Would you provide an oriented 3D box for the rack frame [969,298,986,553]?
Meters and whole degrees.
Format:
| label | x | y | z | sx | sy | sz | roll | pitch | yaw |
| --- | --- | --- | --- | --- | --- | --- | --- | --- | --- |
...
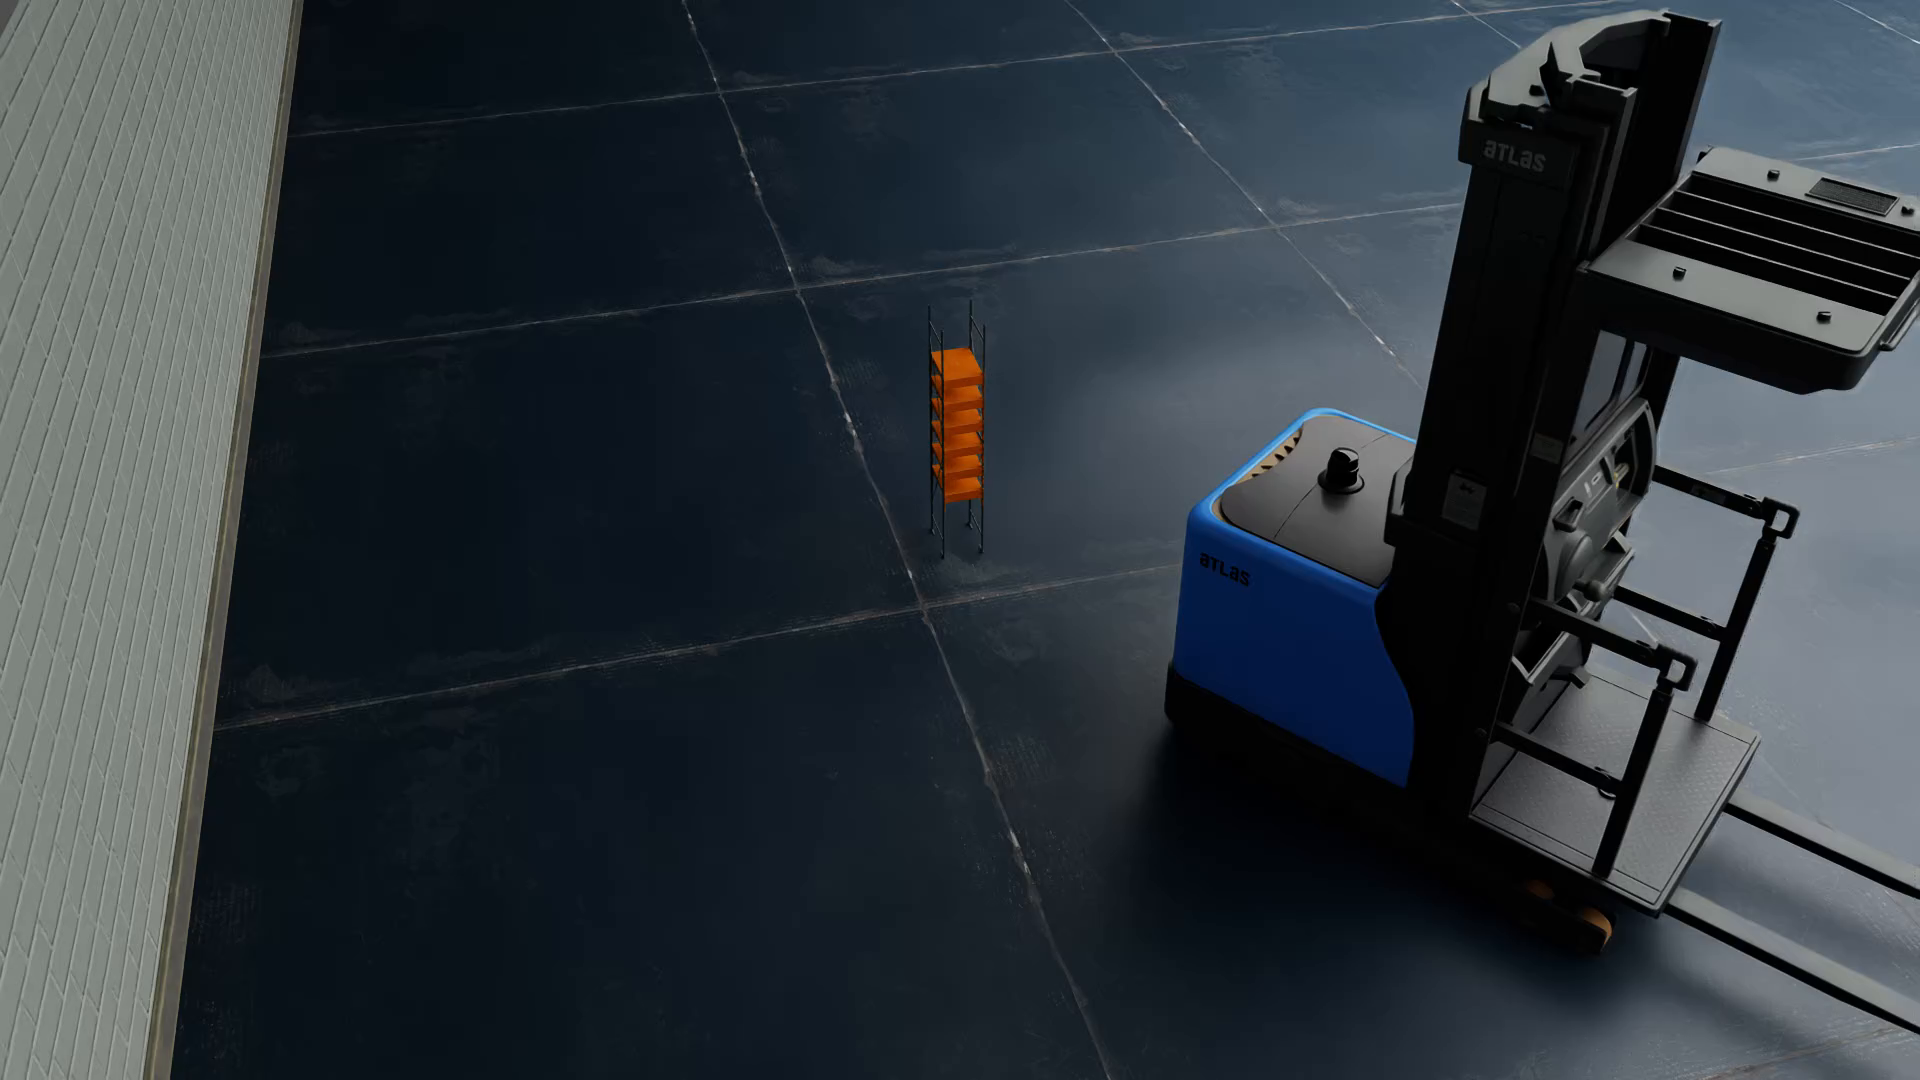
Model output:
| label | x | y | z | sx | sy | sz | roll | pitch | yaw |
| --- | --- | --- | --- | --- | --- | --- | --- | --- | --- |
| rack frame | 0.074 | -0.489 | 7.401 | 0.006 | 1.200 | 0.240 | -9 | 38 | -12 |

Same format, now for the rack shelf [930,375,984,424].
| label | x | y | z | sx | sy | sz | roll | pitch | yaw |
| --- | --- | --- | --- | --- | --- | --- | --- | --- | --- |
| rack shelf | -0.014 | -0.630 | 7.264 | 0.180 | 0.103 | 0.258 | -9 | 38 | -12 |

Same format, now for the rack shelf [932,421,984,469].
| label | x | y | z | sx | sy | sz | roll | pitch | yaw |
| --- | --- | --- | --- | --- | --- | --- | --- | --- | --- |
| rack shelf | -0.014 | -0.439 | 7.409 | 0.180 | 0.103 | 0.258 | -9 | 38 | -12 |

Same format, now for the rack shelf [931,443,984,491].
| label | x | y | z | sx | sy | sz | roll | pitch | yaw |
| --- | --- | --- | --- | --- | --- | --- | --- | --- | --- |
| rack shelf | -0.014 | -0.344 | 7.482 | 0.180 | 0.103 | 0.258 | -9 | 38 | -12 |

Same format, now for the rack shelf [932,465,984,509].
| label | x | y | z | sx | sy | sz | roll | pitch | yaw |
| --- | --- | --- | --- | --- | --- | --- | --- | --- | --- |
| rack shelf | -0.014 | -0.248 | 7.555 | 0.180 | 0.103 | 0.258 | -9 | 38 | -12 |

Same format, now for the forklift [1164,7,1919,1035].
| label | x | y | z | sx | sy | sz | roll | pitch | yaw |
| --- | --- | --- | --- | --- | --- | --- | --- | --- | --- |
| forklift | 2.292 | -0.079 | 5.441 | 3.031 | 2.935 | 1.130 | 26 | 45 | 30 |

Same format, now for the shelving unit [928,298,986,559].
| label | x | y | z | sx | sy | sz | roll | pitch | yaw |
| --- | --- | --- | --- | --- | --- | --- | --- | --- | --- |
| shelving unit | -0.014 | -0.474 | 7.382 | 0.189 | 1.200 | 0.258 | -9 | 38 | -12 |

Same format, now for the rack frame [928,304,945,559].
| label | x | y | z | sx | sy | sz | roll | pitch | yaw |
| --- | --- | --- | --- | --- | --- | --- | --- | --- | --- |
| rack frame | -0.102 | -0.460 | 7.364 | 0.006 | 1.200 | 0.240 | -9 | 38 | -12 |

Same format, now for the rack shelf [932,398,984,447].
| label | x | y | z | sx | sy | sz | roll | pitch | yaw |
| --- | --- | --- | --- | --- | --- | --- | --- | --- | --- |
| rack shelf | -0.014 | -0.534 | 7.337 | 0.180 | 0.103 | 0.258 | -9 | 38 | -12 |

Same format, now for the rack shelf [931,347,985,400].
| label | x | y | z | sx | sy | sz | roll | pitch | yaw |
| --- | --- | --- | --- | --- | --- | --- | --- | --- | --- |
| rack shelf | -0.014 | -0.725 | 7.191 | 0.180 | 0.103 | 0.258 | -9 | 38 | -12 |
